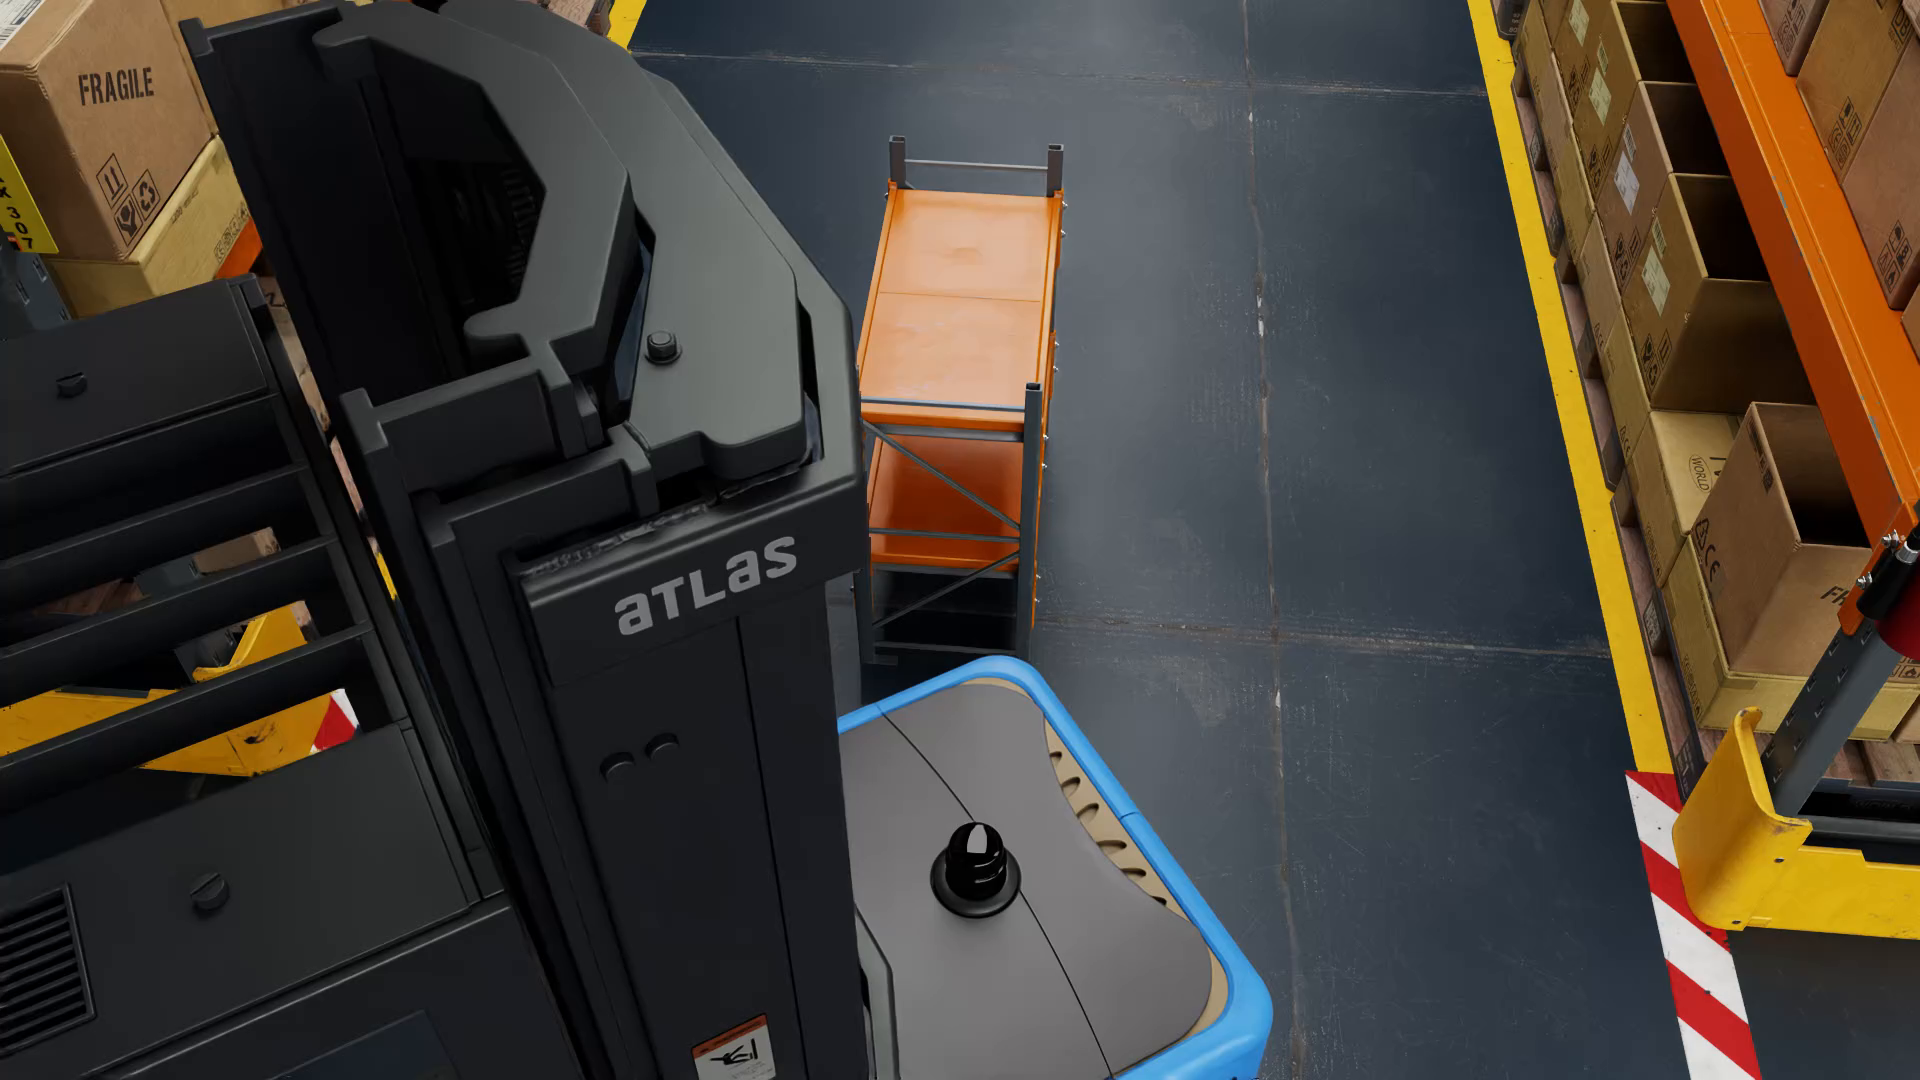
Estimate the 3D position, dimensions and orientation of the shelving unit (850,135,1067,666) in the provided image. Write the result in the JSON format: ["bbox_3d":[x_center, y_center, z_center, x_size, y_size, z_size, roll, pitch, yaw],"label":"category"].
[{"bbox_3d":[0.001,-0.385,4.839,0.538,1.125,1.048,4,48,4],"label":"shelving unit"}]

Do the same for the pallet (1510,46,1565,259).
[{"bbox_3d":[2.759,-1.528,6.504,1.003,0.211,1.213,4,48,4],"label":"pallet"}]

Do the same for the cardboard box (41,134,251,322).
[{"bbox_3d":[-2.064,-0.735,3.977,0.500,0.250,0.500,3,48,2],"label":"cardboard box"}]

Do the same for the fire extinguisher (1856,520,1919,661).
[{"bbox_3d":[2.036,-0.029,3.297,0.296,0.674,0.183,4,48,4],"label":"fire extinguisher"}]

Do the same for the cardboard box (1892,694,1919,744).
[{"bbox_3d":[2.779,0.296,4.525,0.500,0.250,0.500,4,48,4],"label":"cardboard box"}]

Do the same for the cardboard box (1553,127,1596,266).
[{"bbox_3d":[2.428,-1.210,5.902,0.500,0.250,0.500,4,48,4],"label":"cardboard box"}]

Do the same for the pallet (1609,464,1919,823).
[{"bbox_3d":[2.537,0.265,4.864,1.003,0.211,1.213,4,48,4],"label":"pallet"}]

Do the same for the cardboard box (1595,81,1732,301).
[{"bbox_3d":[2.385,-1.095,5.289,0.500,0.500,0.500,4,48,4],"label":"cardboard box"}]

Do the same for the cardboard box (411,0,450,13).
[{"bbox_3d":[-2.115,-1.920,6.369,0.500,0.500,0.500,1,48,1],"label":"cardboard box"}]

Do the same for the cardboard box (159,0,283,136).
[{"bbox_3d":[-2.027,-1.344,4.026,0.500,0.500,0.500,4,48,4],"label":"cardboard box"}]

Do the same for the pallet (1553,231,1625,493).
[{"bbox_3d":[2.651,-0.629,5.682,1.003,0.211,1.213,4,48,4],"label":"pallet"}]

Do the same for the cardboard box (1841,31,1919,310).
[{"bbox_3d":[2.607,-0.873,3.948,0.700,0.500,0.500,5,48,5],"label":"cardboard box"}]

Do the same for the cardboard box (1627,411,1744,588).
[{"bbox_3d":[2.297,-0.107,4.894,0.500,0.250,0.500,4,48,4],"label":"cardboard box"}]

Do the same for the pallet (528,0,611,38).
[{"bbox_3d":[-2.086,-1.944,6.885,1.003,0.211,1.213,4,48,4],"label":"pallet"}]

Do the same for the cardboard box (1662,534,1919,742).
[{"bbox_3d":[2.264,0.261,4.557,0.500,0.250,0.500,4,48,4],"label":"cardboard box"}]

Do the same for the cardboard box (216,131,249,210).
[{"bbox_3d":[-2.031,-1.117,4.327,0.500,0.250,0.500,3,48,2],"label":"cardboard box"}]

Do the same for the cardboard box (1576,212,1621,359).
[{"bbox_3d":[2.388,-0.842,5.566,0.500,0.250,0.500,4,48,4],"label":"cardboard box"}]

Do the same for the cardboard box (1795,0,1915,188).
[{"bbox_3d":[2.658,-1.238,4.282,0.700,0.500,0.500,4,48,4],"label":"cardboard box"}]

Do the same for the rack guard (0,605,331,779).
[{"bbox_3d":[-2.418,0.346,4.594,1.175,0.500,0.348,4,48,4],"label":"rack guard"}]

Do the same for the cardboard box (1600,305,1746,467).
[{"bbox_3d":[2.341,-0.475,5.230,0.500,0.250,0.500,4,48,4],"label":"cardboard box"}]

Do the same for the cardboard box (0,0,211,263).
[{"bbox_3d":[-2.082,-0.981,3.695,0.500,0.500,0.500,4,48,4],"label":"cardboard box"}]

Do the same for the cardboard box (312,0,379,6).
[{"bbox_3d":[-1.978,-1.491,4.669,0.500,0.250,0.500,3,48,3],"label":"cardboard box"}]

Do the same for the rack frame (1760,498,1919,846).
[{"bbox_3d":[2.509,-0.111,3.319,1.000,3.000,0.127,4,48,4],"label":"rack frame"}]

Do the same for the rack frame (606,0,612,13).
[{"bbox_3d":[-2.060,-3.381,6.309,1.000,3.000,0.127,4,48,4],"label":"rack frame"}]

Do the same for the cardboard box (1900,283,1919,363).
[{"bbox_3d":[2.564,-0.487,3.595,0.700,0.500,0.500,4,48,4],"label":"cardboard box"}]

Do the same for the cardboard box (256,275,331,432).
[{"bbox_3d":[-2.220,-0.604,5.293,0.500,0.311,0.500,7,48,7],"label":"cardboard box"}]

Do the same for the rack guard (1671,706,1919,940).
[{"bbox_3d":[2.507,0.750,4.225,1.175,0.500,0.348,4,48,4],"label":"rack guard"}]

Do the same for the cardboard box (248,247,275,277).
[{"bbox_3d":[-2.103,-1.203,5.714,0.700,0.500,0.500,1,48,1],"label":"cardboard box"}]

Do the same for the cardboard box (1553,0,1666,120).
[{"bbox_3d":[2.482,-1.830,5.961,0.500,0.500,0.500,4,48,4],"label":"cardboard box"}]

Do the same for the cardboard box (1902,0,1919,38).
[{"bbox_3d":[2.425,-1.222,3.828,0.380,0.149,0.250,4,48,4],"label":"cardboard box"}]

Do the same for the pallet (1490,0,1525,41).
[{"bbox_3d":[2.902,-2.653,7.534,1.003,0.211,1.213,4,48,4],"label":"pallet"}]

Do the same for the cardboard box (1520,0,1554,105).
[{"bbox_3d":[2.529,-1.944,6.574,0.500,0.250,0.500,4,48,4],"label":"cardboard box"}]

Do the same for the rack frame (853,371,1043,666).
[{"bbox_3d":[-0.046,-0.011,4.498,0.500,1.125,0.032,4,48,4],"label":"rack frame"}]

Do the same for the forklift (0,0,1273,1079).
[{"bbox_3d":[-0.951,0.793,2.538,3.031,2.935,1.130,-22,51,-19],"label":"forklift"}]

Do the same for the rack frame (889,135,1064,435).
[{"bbox_3d":[0.047,-0.758,5.181,0.500,1.125,0.032,4,48,4],"label":"rack frame"}]

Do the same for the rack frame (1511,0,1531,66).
[{"bbox_3d":[2.874,-3.050,6.007,1.000,3.000,0.127,4,48,4],"label":"rack frame"}]

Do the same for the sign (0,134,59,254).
[{"bbox_3d":[-1.884,-0.697,3.268,0.100,0.325,0.005,4,48,4],"label":"sign"}]

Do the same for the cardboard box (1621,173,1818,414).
[{"bbox_3d":[2.338,-0.728,4.954,0.500,0.500,0.500,4,48,4],"label":"cardboard box"}]

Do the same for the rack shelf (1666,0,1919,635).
[{"bbox_3d":[2.691,-1.338,4.928,1.077,0.370,4.000,4,48,4],"label":"rack shelf"}]

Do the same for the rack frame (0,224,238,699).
[{"bbox_3d":[-2.424,-0.442,3.621,1.000,3.000,0.127,4,48,4],"label":"rack frame"}]

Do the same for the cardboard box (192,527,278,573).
[{"bbox_3d":[-2.272,-0.185,4.910,0.500,0.311,0.500,-1,48,-1],"label":"cardboard box"}]

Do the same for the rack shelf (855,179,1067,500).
[{"bbox_3d":[0.001,-0.582,4.623,0.538,0.278,1.000,4,48,4],"label":"rack shelf"}]

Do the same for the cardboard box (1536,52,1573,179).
[{"bbox_3d":[2.479,-1.577,6.238,0.500,0.250,0.500,4,48,4],"label":"cardboard box"}]

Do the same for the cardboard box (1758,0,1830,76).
[{"bbox_3d":[2.703,-1.625,4.636,0.700,0.500,0.500,5,48,5],"label":"cardboard box"}]

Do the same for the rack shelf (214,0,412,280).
[{"bbox_3d":[-2.242,-1.668,5.231,1.077,0.370,4.000,4,48,4],"label":"rack shelf"}]

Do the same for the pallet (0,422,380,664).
[{"bbox_3d":[-2.308,-0.151,5.245,1.003,0.211,1.213,4,48,4],"label":"pallet"}]

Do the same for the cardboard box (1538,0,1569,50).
[{"bbox_3d":[2.519,-2.198,6.298,0.500,0.500,0.500,4,48,4],"label":"cardboard box"}]

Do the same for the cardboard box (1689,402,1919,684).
[{"bbox_3d":[2.262,0.008,4.281,0.500,0.500,0.500,4,48,4],"label":"cardboard box"}]

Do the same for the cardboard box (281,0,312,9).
[{"bbox_3d":[-1.973,-1.723,4.373,0.500,0.500,0.500,2,48,2],"label":"cardboard box"}]

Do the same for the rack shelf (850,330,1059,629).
[{"bbox_3d":[0.001,-0.220,5.020,0.538,0.278,1.000,4,48,4],"label":"rack shelf"}]

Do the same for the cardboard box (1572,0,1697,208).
[{"bbox_3d":[2.428,-1.463,5.626,0.500,0.500,0.500,4,48,4],"label":"cardboard box"}]
